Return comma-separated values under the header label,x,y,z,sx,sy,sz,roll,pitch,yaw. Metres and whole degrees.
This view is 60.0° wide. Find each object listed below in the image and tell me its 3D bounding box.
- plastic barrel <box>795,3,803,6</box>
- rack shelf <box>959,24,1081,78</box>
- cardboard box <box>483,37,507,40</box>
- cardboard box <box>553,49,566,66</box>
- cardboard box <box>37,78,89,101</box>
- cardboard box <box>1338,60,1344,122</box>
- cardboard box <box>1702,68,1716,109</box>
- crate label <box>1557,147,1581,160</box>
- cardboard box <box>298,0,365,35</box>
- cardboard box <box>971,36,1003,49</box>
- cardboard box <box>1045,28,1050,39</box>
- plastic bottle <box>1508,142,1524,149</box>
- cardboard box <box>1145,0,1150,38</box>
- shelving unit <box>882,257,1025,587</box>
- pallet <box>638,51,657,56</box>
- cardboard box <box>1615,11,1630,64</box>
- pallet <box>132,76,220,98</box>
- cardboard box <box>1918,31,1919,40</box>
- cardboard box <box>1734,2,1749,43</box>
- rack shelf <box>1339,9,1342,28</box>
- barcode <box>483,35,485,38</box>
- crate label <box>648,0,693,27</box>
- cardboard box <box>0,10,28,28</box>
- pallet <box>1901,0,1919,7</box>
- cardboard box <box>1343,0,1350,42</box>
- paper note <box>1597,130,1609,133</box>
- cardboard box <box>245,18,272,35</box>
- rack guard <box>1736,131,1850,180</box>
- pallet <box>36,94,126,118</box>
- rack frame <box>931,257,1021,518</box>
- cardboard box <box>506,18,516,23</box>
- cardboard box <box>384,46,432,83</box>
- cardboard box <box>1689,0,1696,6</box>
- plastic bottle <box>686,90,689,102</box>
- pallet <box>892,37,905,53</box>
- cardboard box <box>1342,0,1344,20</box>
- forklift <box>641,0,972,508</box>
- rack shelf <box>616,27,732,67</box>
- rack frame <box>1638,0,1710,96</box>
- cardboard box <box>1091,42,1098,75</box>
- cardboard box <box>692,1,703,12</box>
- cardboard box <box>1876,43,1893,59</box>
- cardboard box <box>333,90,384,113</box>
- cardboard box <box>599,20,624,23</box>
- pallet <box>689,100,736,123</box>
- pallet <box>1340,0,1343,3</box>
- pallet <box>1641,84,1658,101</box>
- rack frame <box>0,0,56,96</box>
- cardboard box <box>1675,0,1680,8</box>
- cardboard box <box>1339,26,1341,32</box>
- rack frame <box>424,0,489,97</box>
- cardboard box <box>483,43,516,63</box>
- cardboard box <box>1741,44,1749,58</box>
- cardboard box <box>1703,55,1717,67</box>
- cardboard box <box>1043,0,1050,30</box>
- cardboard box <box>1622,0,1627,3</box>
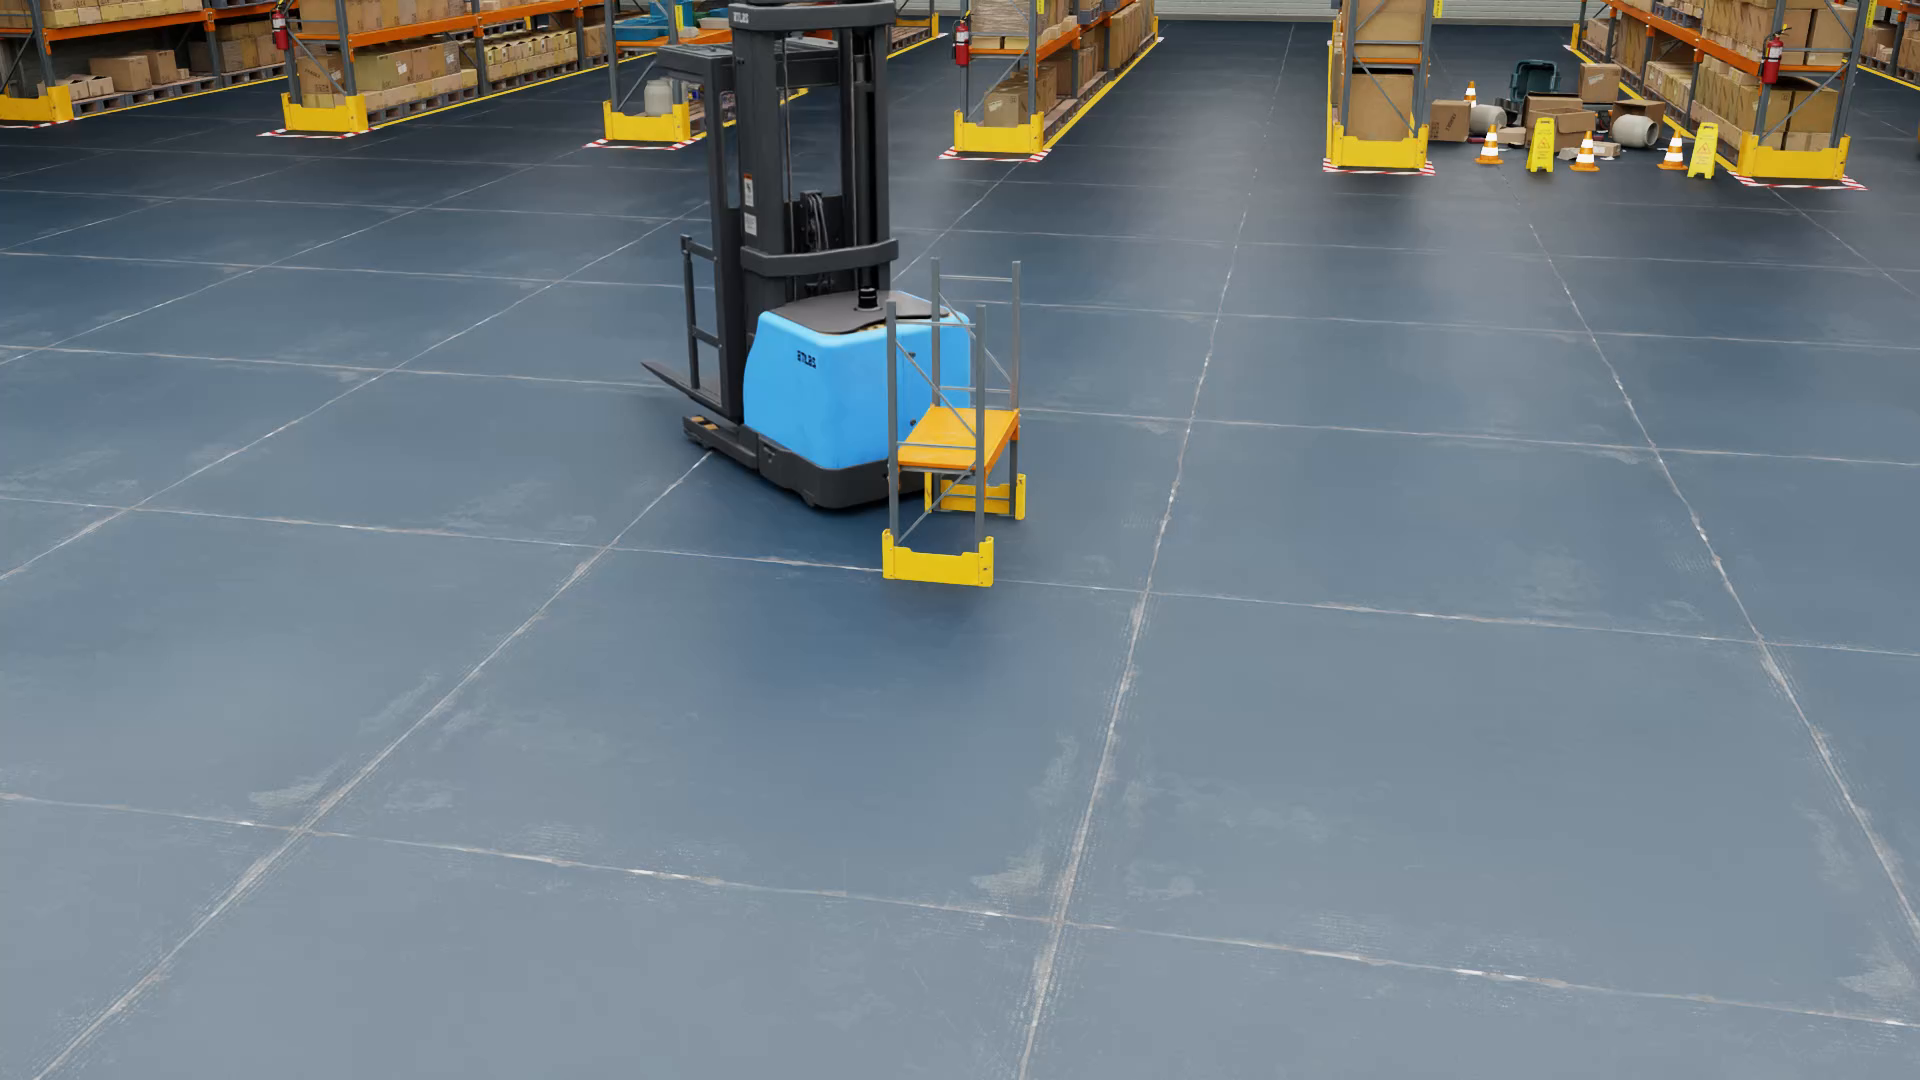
label,x,y,z,sx,sy,sz,roll,pitch,yaw
plastic barrel,-2.879,-9.277,28.190,0.433,0.535,0.433,0,22,0
rack shelf,0.913,-7.011,23.710,1.077,0.370,4.000,4,22,11
cardboard box,-8.263,-8.739,29.405,0.500,0.311,0.500,4,22,10
cardboard box,-7.530,-8.815,30.345,0.500,0.250,0.500,4,22,10
cardboard box,-13.813,-6.949,25.604,0.500,0.311,0.500,2,22,5
cardboard box,5.591,-5.983,22.475,0.875,0.875,0.875,4,22,10
cardboard box,10.541,-6.196,22.838,0.500,0.500,0.500,5,23,13
crate label,7.975,-5.038,21.680,0.250,0.136,0.298,-7,23,-17
cardboard box,-9.084,-7.586,24.041,0.700,0.500,0.500,4,22,11
cardboard box,0.361,-6.617,22.104,0.380,0.149,0.250,4,22,11
cardboard box,1.045,-7.041,23.156,0.380,0.149,0.250,4,22,11
plastic bottle,7.537,-5.364,22.591,0.133,0.061,0.283,-3,22,-8
cardboard box,3.532,-11.101,35.185,0.875,0.875,0.875,4,22,11
shelving unit,-0.016,-0.668,9.004,0.587,1.500,1.083,4,22,11
pallet,-6.872,-10.165,34.310,1.003,0.211,1.213,4,22,11
cardboard box,12.607,-9.223,30.521,0.875,0.875,0.875,5,23,13
pallet,-13.328,-7.667,28.109,1.003,0.211,1.213,4,22,11
cardboard box,17.160,-8.893,29.335,0.380,0.149,0.250,3,22,8
cardboard box,10.260,-6.627,21.262,0.500,0.500,0.500,4,22,11
rack shelf,7.381,-9.522,29.944,1.077,0.370,4.000,4,22,11
barcode,-7.916,-8.384,27.629,0.001,0.075,0.075,4,22,11
crate label,-4.233,-7.701,24.413,0.502,0.435,0.616,4,22,11
cardboard box,-14.137,-7.872,25.058,0.500,0.250,0.500,5,22,12
pallet,17.245,-9.497,29.175,1.003,0.211,1.213,4,22,11
cardboard box,5.777,-7.204,23.024,0.875,0.550,0.550,4,22,11
paper note,9.245,-5.880,23.912,0.148,0.019,0.142,4,22,11
cardboard box,-12.783,-9.405,30.444,0.500,0.250,0.500,4,22,11
rack guard,10.222,-4.726,20.420,1.175,0.500,0.348,4,22,11
pallet,-13.826,-6.775,25.893,1.003,0.211,1.213,4,22,11
rack frame,0.086,-0.850,9.458,0.500,1.500,0.032,4,22,11
cardboard box,-10.822,-12.369,38.835,0.700,0.500,0.500,4,22,11
cardboard box,-8.556,-7.365,25.740,0.500,0.500,0.500,4,22,11
cardboard box,10.992,-8.068,24.277,0.500,0.500,0.500,5,22,11
plastic bottle,-4.165,-6.740,25.231,0.097,0.201,0.097,0,22,0
pallet,-1.783,-10.358,34.790,1.003,0.211,1.213,4,22,11
cardboard box,6.309,-8.474,26.246,0.500,0.500,0.500,4,22,10
forklift,-1.166,-2.037,10.488,1.130,2.935,3.031,-14,26,-31
rack shelf,-3.935,-7.389,24.648,1.077,0.370,4.000,4,22,11
rack frame,11.839,-8.784,27.148,1.000,3.000,0.127,4,22,11
cardboard box,2.021,-8.337,28.797,0.700,0.500,0.500,3,22,8
cardboard box,-5.797,-12.048,38.012,0.500,0.500,0.500,4,22,11
cardboard box,17.414,-9.153,31.163,0.396,0.266,0.258,5,23,13
cardboard box,-8.865,-6.468,24.518,0.500,0.250,0.500,4,22,11
cardboard box,-6.877,-10.051,33.052,0.500,0.500,0.500,4,22,9
pallet,-3.952,-6.470,25.137,1.003,0.211,1.213,4,22,11
pallet,7.336,-9.762,29.835,1.003,0.211,1.213,4,22,11
pallet,11.678,-7.205,26.960,1.003,0.211,1.213,4,22,11
rack frame,-14.042,-7.746,24.572,1.000,3.000,0.127,4,22,11
cardboard box,11.350,-8.367,25.887,0.380,0.149,0.250,6,23,14
cardboard box,6.856,-8.777,28.913,0.500,0.250,0.500,4,22,10
rack frame,-8.376,-8.833,27.270,1.000,3.000,0.127,4,22,11
cardboard box,-7.940,-8.327,28.382,0.500,0.311,0.500,4,22,10
cardboard box,10.113,-6.184,21.030,0.380,0.149,0.250,5,22,12
cardboard box,10.554,-6.653,23.103,0.380,0.149,0.250,5,22,12
cardboard box,0.773,-7.368,23.102,0.875,0.500,0.500,4,22,11
cardboard box,12.083,-9.661,29.527,0.500,0.250,0.500,4,22,10
